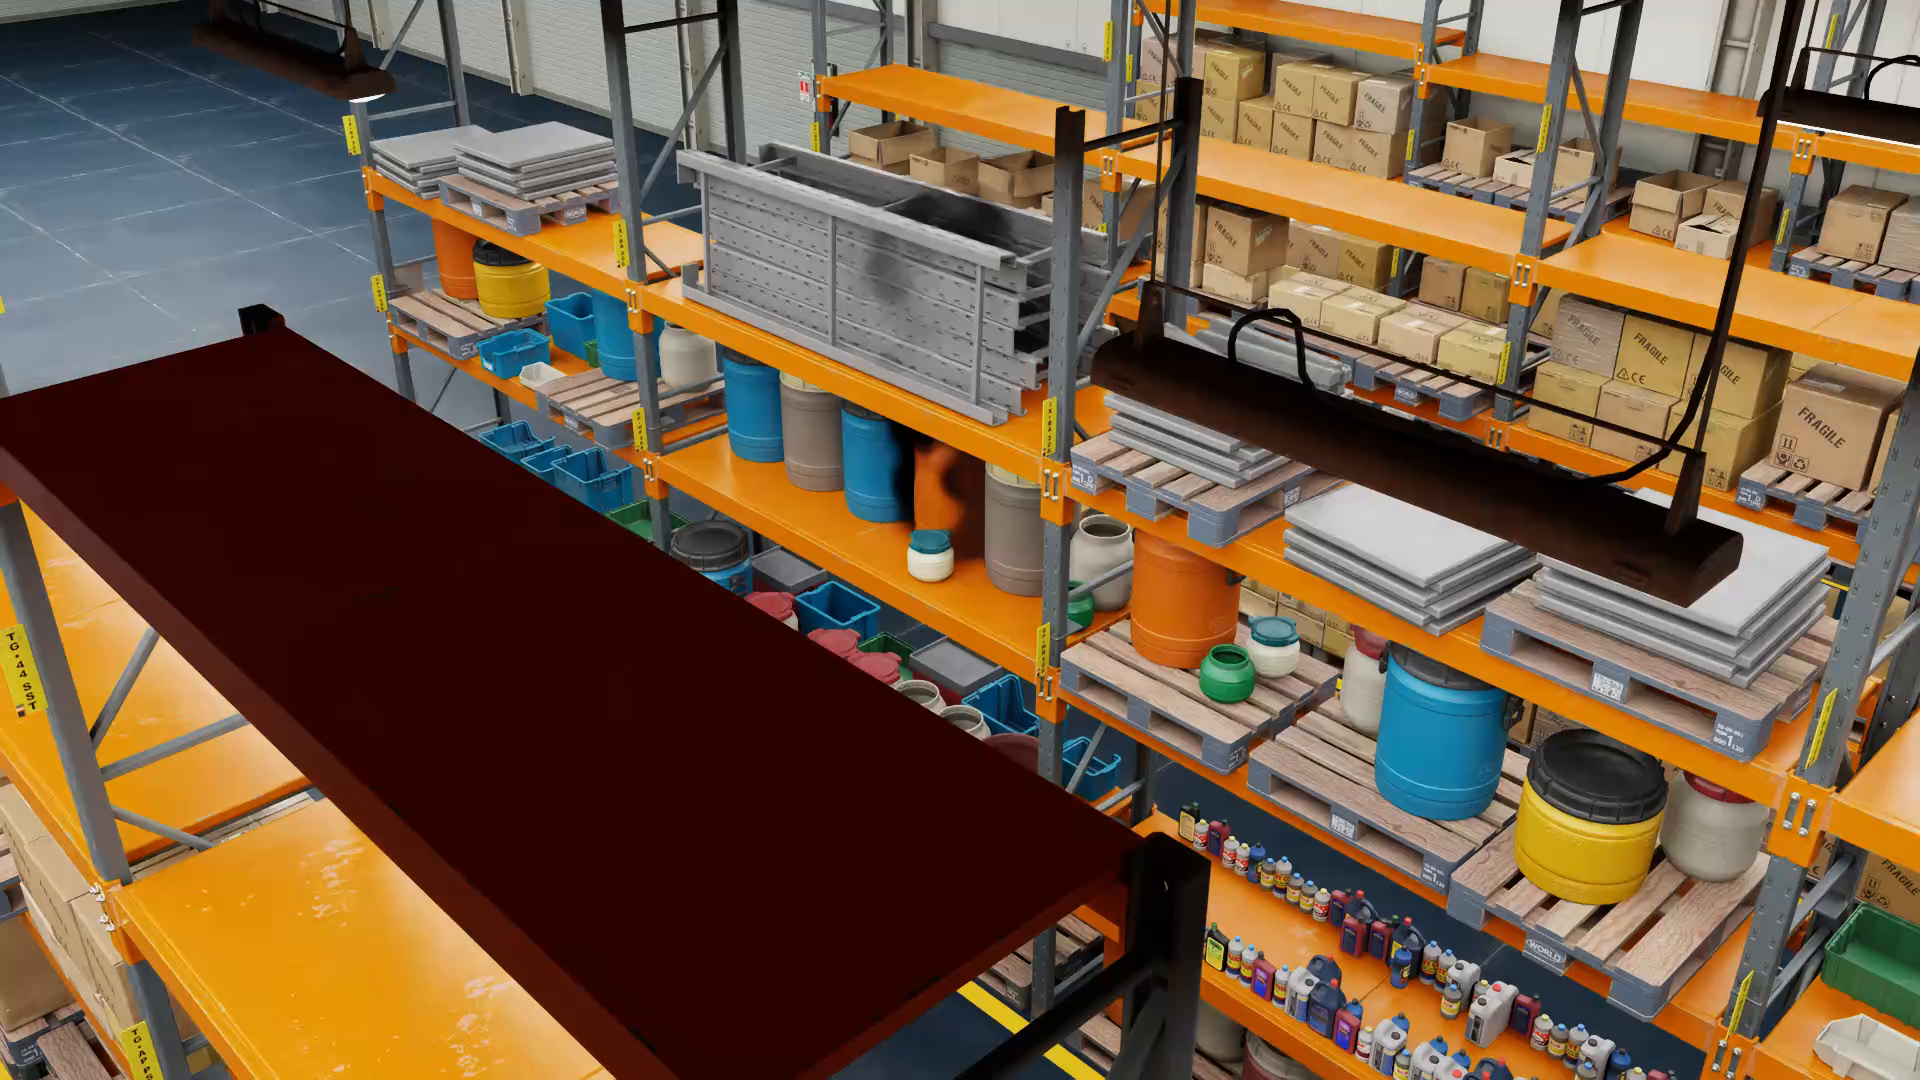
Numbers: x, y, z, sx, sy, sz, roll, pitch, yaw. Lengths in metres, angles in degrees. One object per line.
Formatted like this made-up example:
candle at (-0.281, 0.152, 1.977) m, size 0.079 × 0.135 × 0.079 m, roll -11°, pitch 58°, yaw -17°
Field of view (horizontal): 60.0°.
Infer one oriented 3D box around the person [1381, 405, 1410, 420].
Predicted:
person at (4.078, -0.550, 16.051) m, size 0.674 × 1.719 × 0.569 m, roll -22°, pitch 35°, yaw -35°
